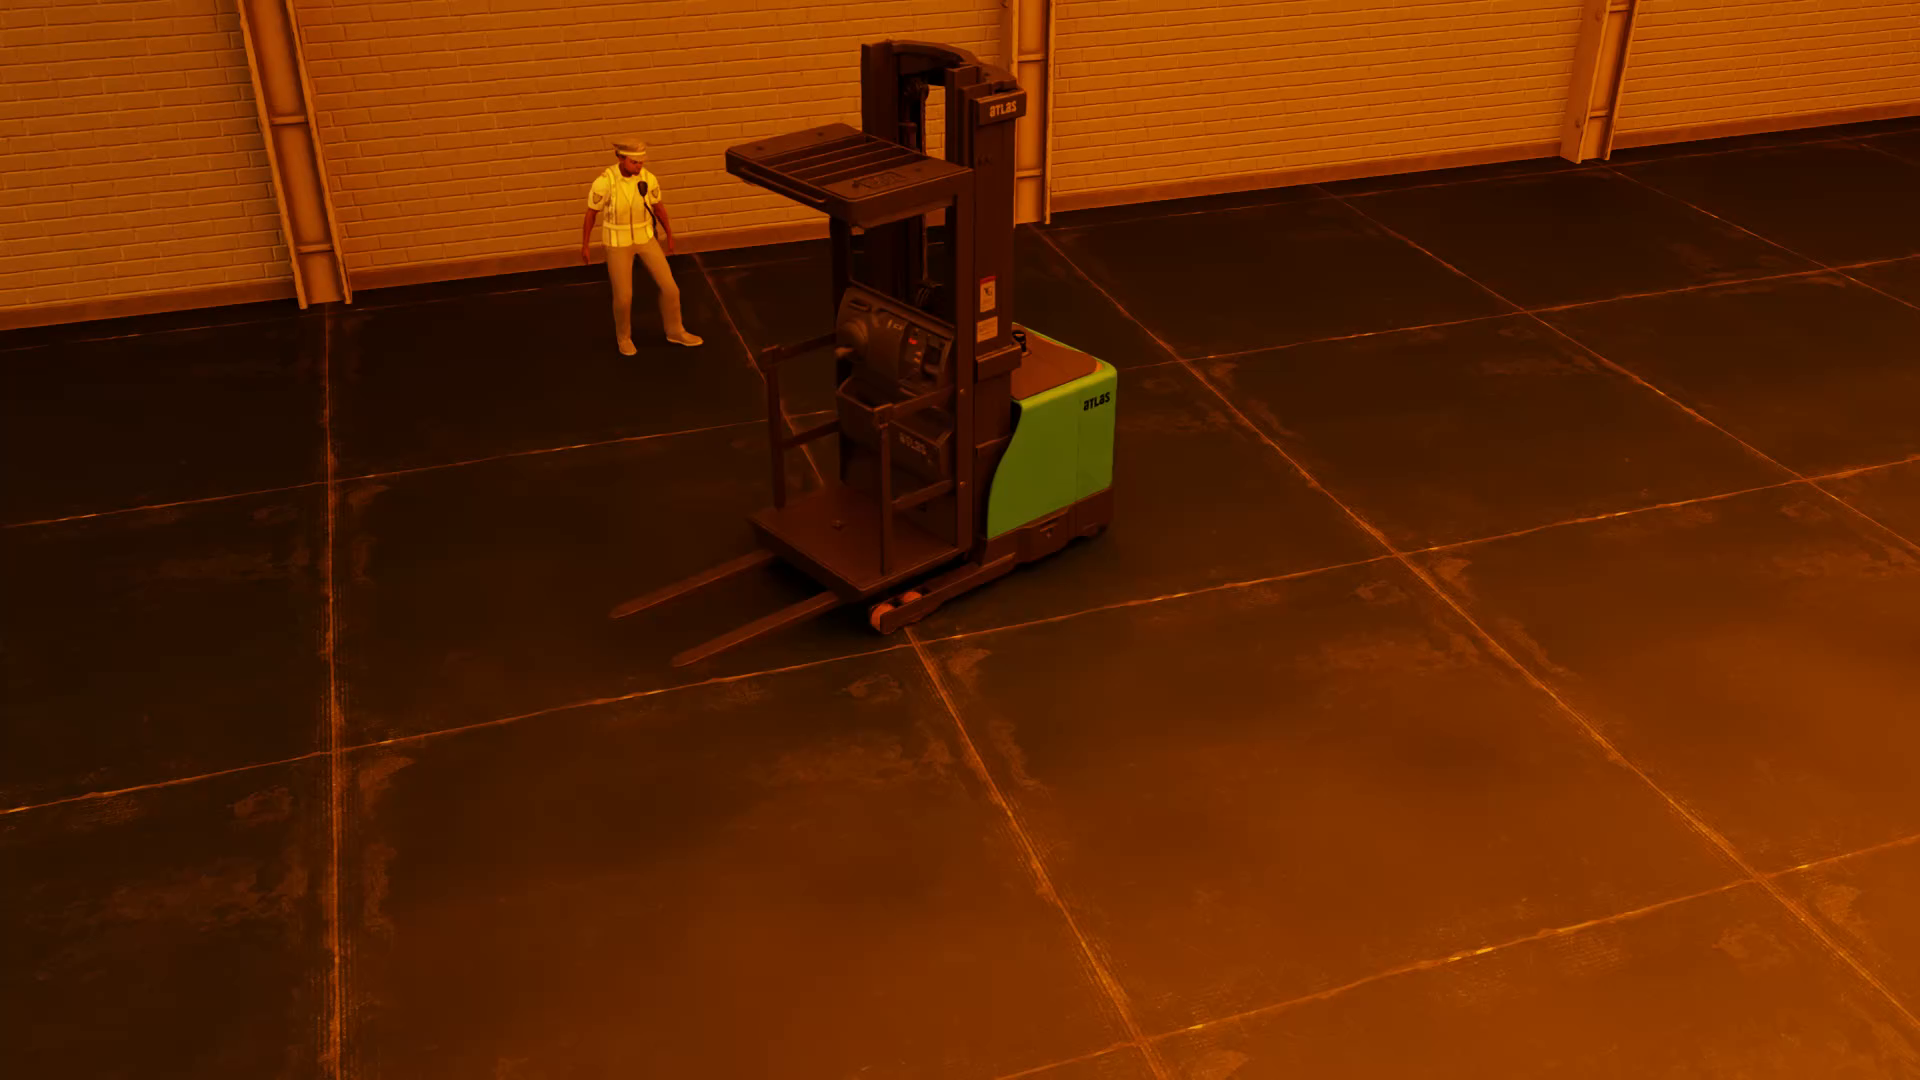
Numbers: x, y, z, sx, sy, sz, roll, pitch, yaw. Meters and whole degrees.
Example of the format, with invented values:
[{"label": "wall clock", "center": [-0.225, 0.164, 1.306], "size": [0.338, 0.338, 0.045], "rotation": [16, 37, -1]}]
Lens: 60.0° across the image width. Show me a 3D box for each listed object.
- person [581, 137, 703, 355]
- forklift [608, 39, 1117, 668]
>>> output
[{"label": "person", "center": [-2.358, -2.151, 12.149], "size": [0.796, 1.631, 0.409], "rotation": [-13, 32, -22]}, {"label": "forklift", "center": [-0.518, -1.048, 8.908], "size": [3.031, 2.935, 1.130], "rotation": [-23, 37, -34]}]
